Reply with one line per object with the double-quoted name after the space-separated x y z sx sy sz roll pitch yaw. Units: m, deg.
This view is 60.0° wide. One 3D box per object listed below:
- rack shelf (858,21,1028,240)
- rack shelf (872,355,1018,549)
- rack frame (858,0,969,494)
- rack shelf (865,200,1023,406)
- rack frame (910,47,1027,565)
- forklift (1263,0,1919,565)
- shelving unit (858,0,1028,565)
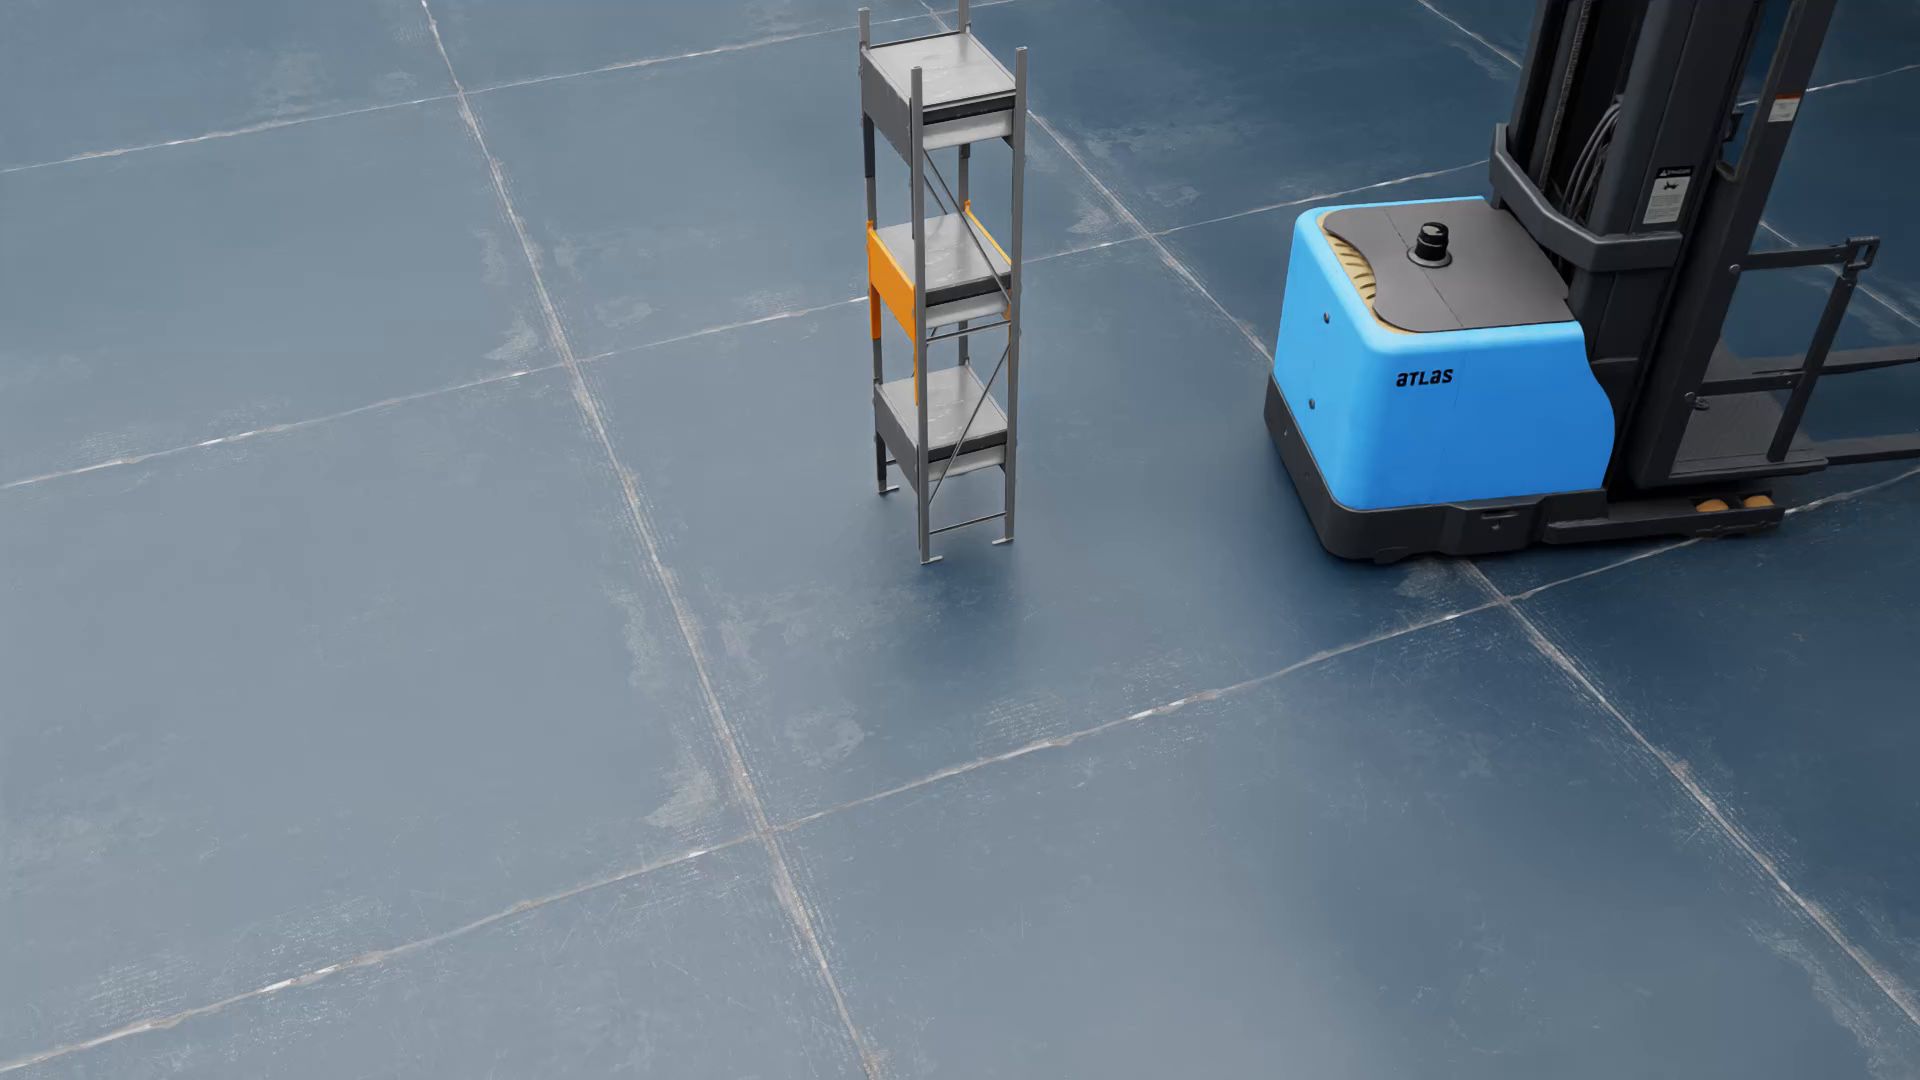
-0.063 -1.416 5.734 0.431 0.518 0.480 -15 43 -17 "rack shelf"
-0.063 -0.355 6.647 0.431 0.518 0.480 -15 43 -17 "rack shelf"
-0.157 -1.043 6.352 0.400 2.100 0.015 -15 43 -17 "rack frame"
-0.063 -0.885 6.190 0.431 0.518 0.480 -15 43 -17 "rack shelf"
0.030 -0.749 6.010 0.400 2.100 0.015 -15 43 -17 "rack frame"
2.885 -1.449 6.187 3.031 2.935 1.130 -5 41 -6 "forklift"
-0.063 -0.896 6.181 0.431 2.100 0.503 -15 43 -17 "shelving unit"
